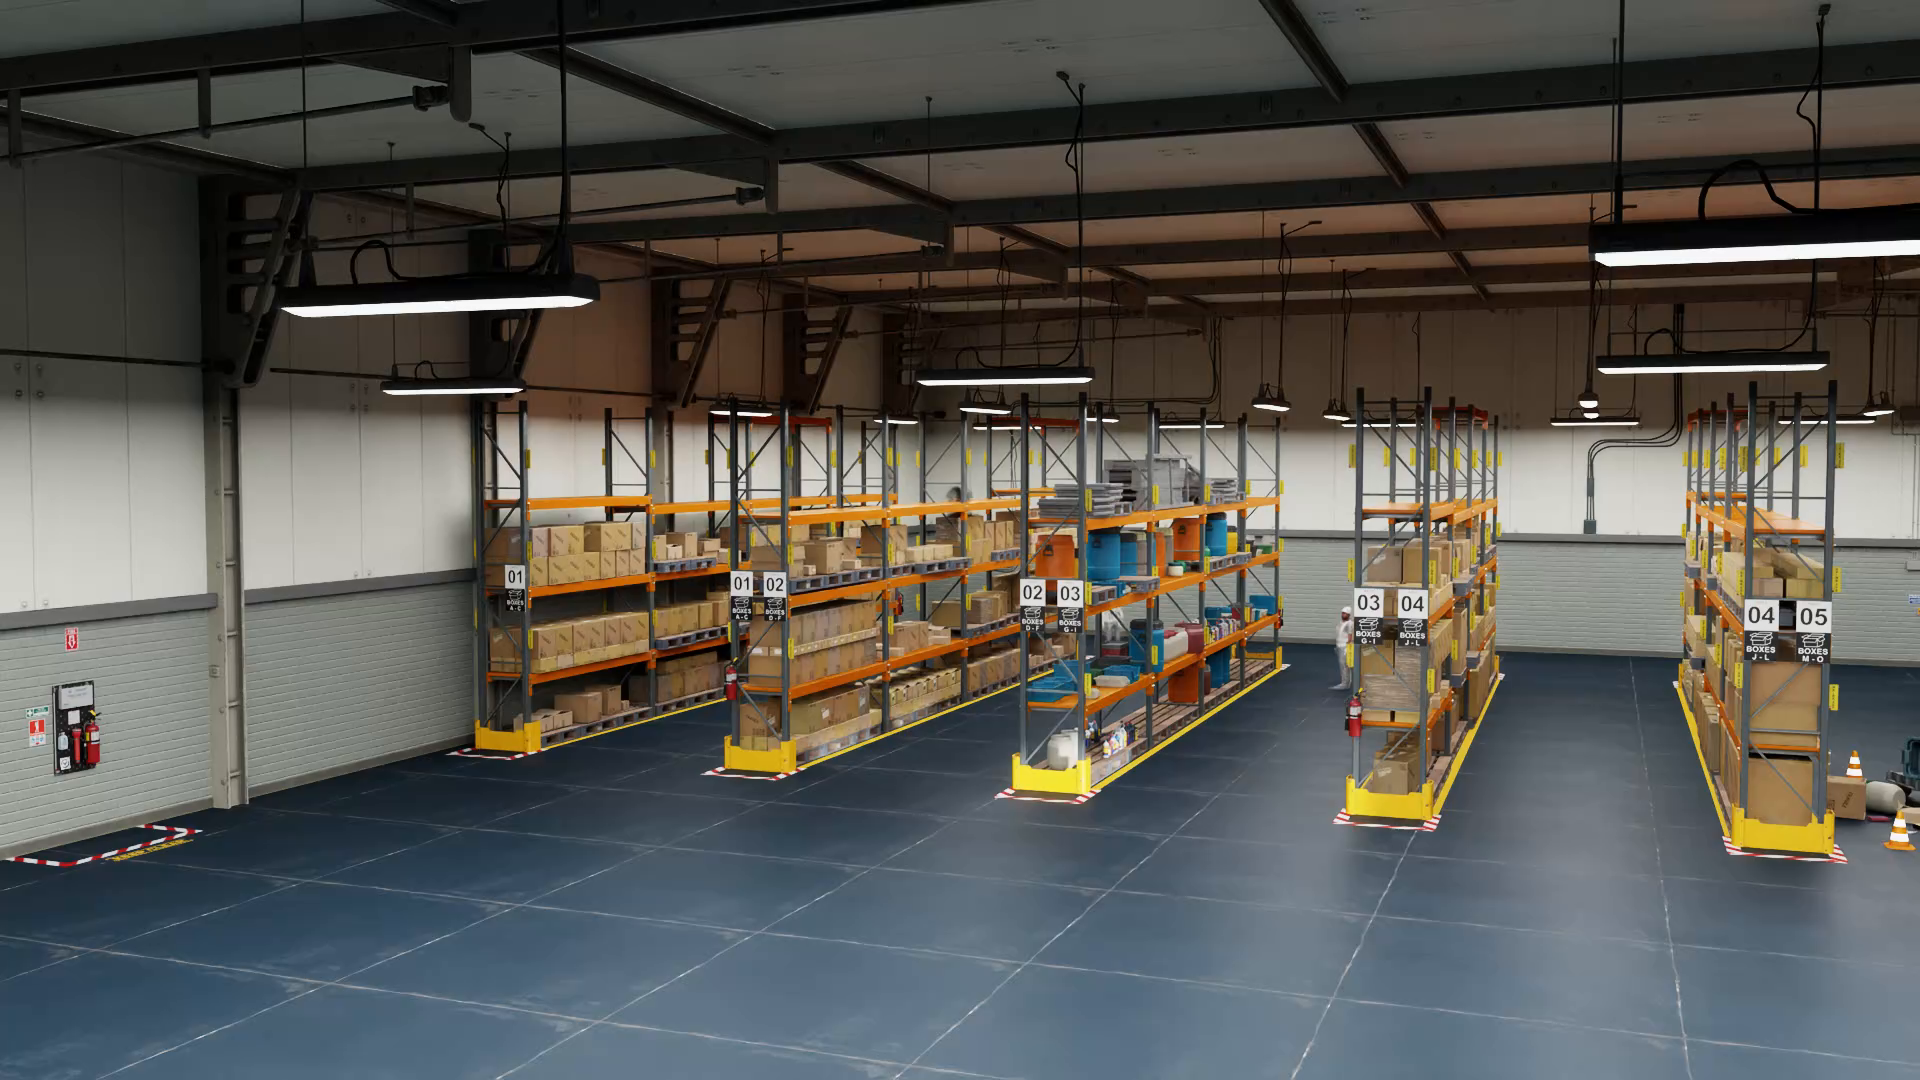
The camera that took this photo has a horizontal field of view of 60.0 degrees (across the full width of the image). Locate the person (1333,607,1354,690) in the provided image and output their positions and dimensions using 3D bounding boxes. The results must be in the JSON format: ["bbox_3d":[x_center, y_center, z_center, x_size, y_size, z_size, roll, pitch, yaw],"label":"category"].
[{"bbox_3d":[8.357,2.349,36.216,0.473,1.785,0.596,0,3,10],"label":"person"}]

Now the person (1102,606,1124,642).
[{"bbox_3d":[3.879,2.117,42.228,0.575,1.714,0.383,0,3,0],"label":"person"}]
